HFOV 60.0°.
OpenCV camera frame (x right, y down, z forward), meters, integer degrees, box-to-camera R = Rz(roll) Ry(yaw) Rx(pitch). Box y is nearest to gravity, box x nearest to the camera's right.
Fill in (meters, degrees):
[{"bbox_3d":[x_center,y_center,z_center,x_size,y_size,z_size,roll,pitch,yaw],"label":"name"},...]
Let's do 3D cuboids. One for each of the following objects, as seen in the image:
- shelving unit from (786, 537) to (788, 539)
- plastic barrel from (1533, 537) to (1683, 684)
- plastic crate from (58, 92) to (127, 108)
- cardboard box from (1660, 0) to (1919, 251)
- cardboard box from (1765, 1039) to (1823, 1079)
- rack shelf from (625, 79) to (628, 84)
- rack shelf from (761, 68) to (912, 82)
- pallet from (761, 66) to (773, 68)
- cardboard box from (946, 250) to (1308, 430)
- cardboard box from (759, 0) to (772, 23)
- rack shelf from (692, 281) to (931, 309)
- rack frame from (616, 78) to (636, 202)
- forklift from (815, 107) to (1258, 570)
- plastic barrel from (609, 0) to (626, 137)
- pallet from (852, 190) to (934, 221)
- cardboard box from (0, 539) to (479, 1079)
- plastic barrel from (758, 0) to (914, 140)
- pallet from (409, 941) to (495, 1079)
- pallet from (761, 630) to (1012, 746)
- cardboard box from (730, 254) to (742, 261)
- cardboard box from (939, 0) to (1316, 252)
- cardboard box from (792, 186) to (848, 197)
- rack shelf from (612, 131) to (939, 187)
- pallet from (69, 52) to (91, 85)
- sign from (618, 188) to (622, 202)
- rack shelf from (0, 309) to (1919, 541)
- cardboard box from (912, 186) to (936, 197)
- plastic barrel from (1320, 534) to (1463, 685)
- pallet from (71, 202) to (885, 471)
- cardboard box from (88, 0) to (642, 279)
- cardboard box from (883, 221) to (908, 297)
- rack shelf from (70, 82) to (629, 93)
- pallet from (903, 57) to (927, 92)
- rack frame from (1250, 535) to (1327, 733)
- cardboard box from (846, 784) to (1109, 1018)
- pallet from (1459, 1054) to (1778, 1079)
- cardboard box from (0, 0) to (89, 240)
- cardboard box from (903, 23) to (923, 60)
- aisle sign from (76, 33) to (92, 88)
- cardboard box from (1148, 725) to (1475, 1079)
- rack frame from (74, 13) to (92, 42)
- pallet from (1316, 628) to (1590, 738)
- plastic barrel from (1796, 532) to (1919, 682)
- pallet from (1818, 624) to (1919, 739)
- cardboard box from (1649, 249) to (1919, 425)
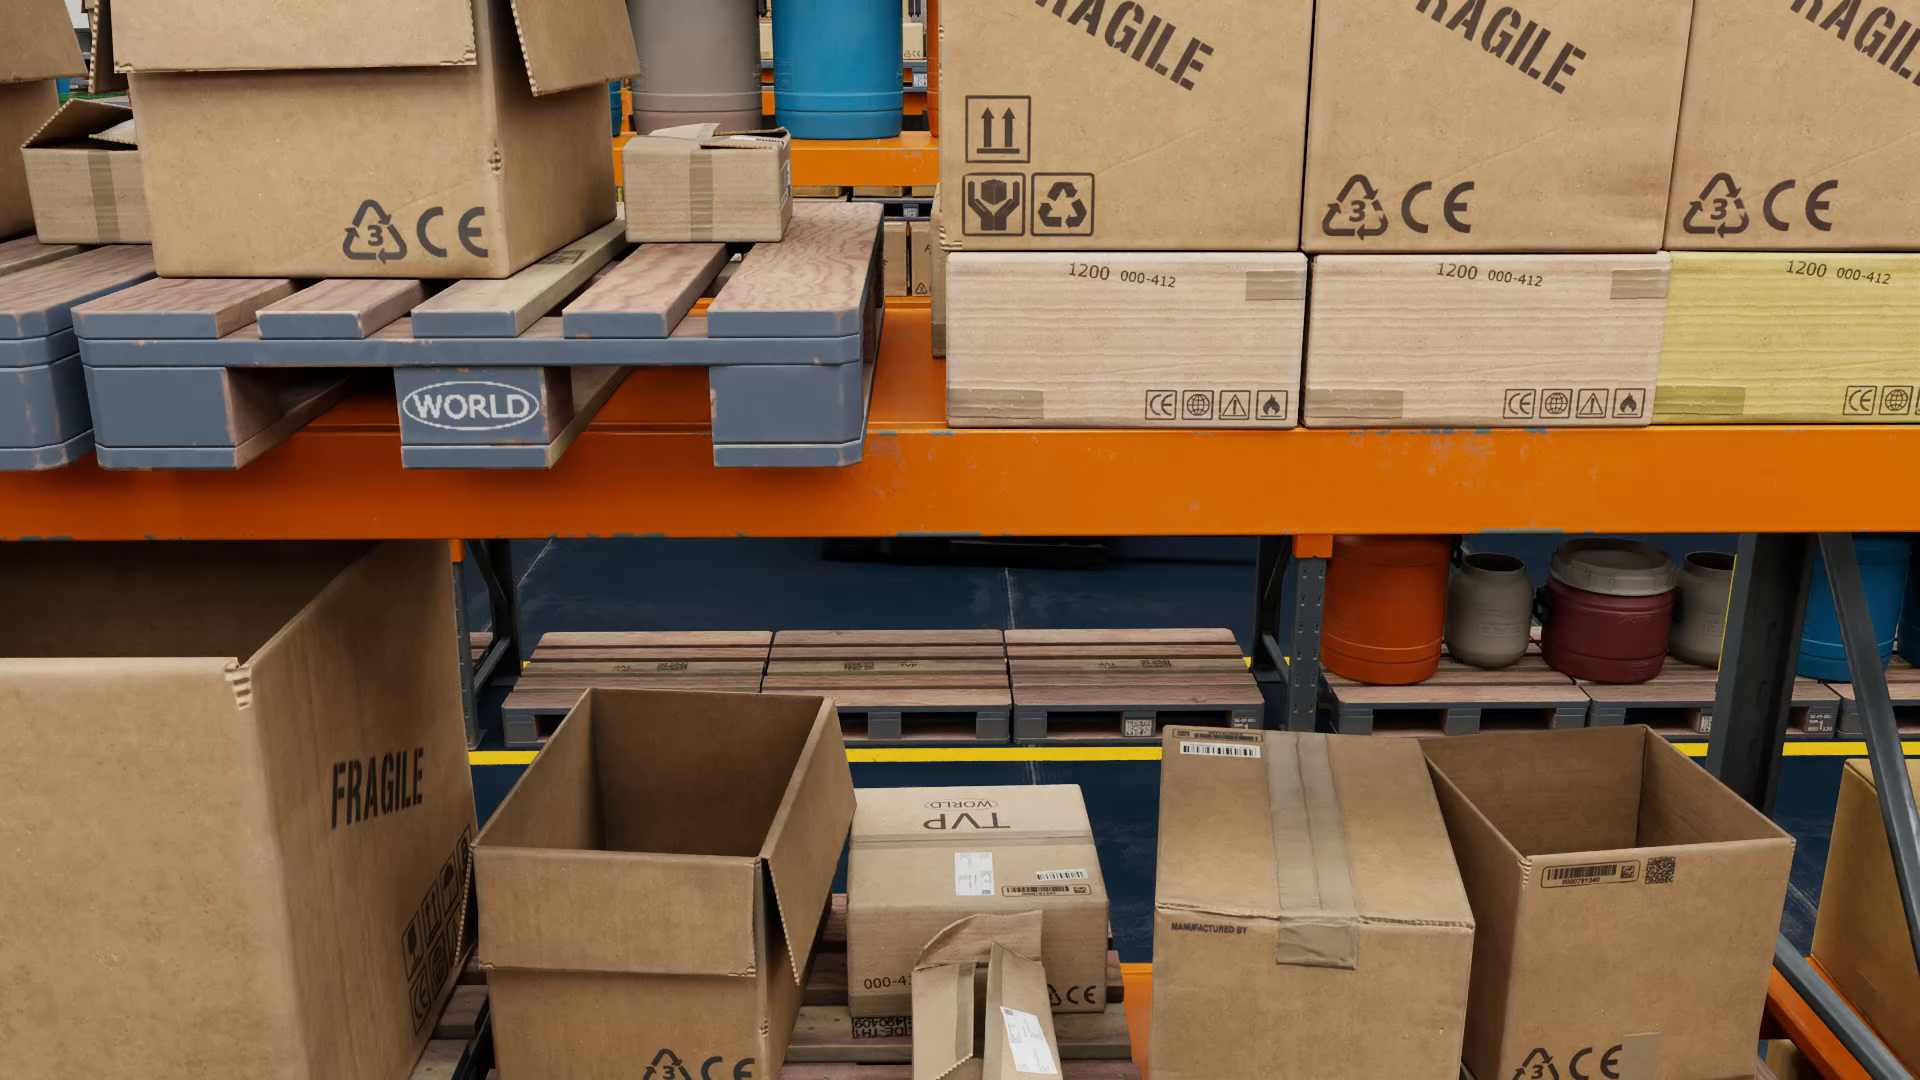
[{"bbox_3d":[-1.022,-0.533,10.990,0.252,1.050,0.215,2,18,5],"label":"shelving unit"},{"bbox_3d":[3.243,0.342,8.330,0.708,0.588,0.600,0,18,-1],"label":"plastic barrel"},{"bbox_3d":[-3.957,-1.976,7.734,0.450,0.188,0.336,0,18,-1],"label":"plastic crate"},{"bbox_3d":[1.230,-0.715,2.474,0.500,0.500,0.500,0,18,1],"label":"cardboard box"},{"bbox_3d":[2.393,1.735,3.520,0.875,0.875,1.225,-1,18,-3],"label":"cardboard box"},{"bbox_3d":[-4.531,-4.675,16.979,4.000,0.370,1.077,0,18,-1],"label":"rack shelf"},{"bbox_3d":[-0.531,-4.695,17.039,4.000,0.370,1.077,0,18,-1],"label":"rack shelf"},{"bbox_3d":[-1.912,-4.909,16.836,1.003,0.211,1.213,0,18,-1],"label":"pallet"},{"bbox_3d":[0.234,-0.352,2.568,0.500,0.250,0.500,0,18,1],"label":"cardboard box"},{"bbox_3d":[-1.263,-4.001,12.029,0.500,0.500,0.500,1,18,4],"label":"cardboard box"},{"bbox_3d":[-0.449,-1.753,12.781,4.000,0.370,1.077,0,18,-1],"label":"rack shelf"},{"bbox_3d":[-2.449,-2.086,12.641,0.127,3.000,1.000,0,18,-1],"label":"rack frame"},{"bbox_3d":[0.620,-1.378,10.544,3.031,2.935,1.130,2,18,5],"label":"forklift"},{"bbox_3d":[-1.870,-2.309,7.604,0.708,0.901,0.600,0,18,-1],"label":"plastic barrel"},{"bbox_3d":[-0.510,-3.505,17.378,1.213,0.211,1.003,0,18,-1],"label":"pallet"},{"bbox_3d":[-1.500,0.492,2.932,1.000,1.000,1.000,0,18,0],"label":"cardboard box"},{"bbox_3d":[-0.562,-2.316,7.624,0.708,0.901,0.600,0,18,-1],"label":"plastic barrel"},{"bbox_3d":[-1.530,1.071,3.111,1.213,0.211,1.003,0,18,-1],"label":"pallet"},{"bbox_3d":[-0.367,0.732,8.421,1.213,0.211,1.003,0,18,-1],"label":"pallet"},{"bbox_3d":[-1.957,-2.031,12.713,0.500,0.250,0.500,1,18,3],"label":"cardboard box"},{"bbox_3d":[0.222,-0.712,2.463,0.500,0.500,0.500,0,18,0],"label":"cardboard box"},{"bbox_3d":[-1.463,-3.849,17.251,0.500,0.500,0.700,2,18,5],"label":"cardboard box"},{"bbox_3d":[-0.375,-1.669,7.607,4.000,0.370,1.077,0,18,-1],"label":"rack shelf"},{"bbox_3d":[-5.741,-3.449,12.122,1.213,0.211,1.003,0,18,-1],"label":"pallet"},{"bbox_3d":[-2.439,-2.367,11.968,0.005,0.325,0.100,0,18,-1],"label":"sign"},{"bbox_3d":[-0.297,-0.156,2.891,4.000,0.370,1.077,0,18,-1],"label":"rack shelf"},{"bbox_3d":[-0.247,-3.858,17.278,0.500,0.500,0.700,0,18,-1],"label":"cardboard box"},{"bbox_3d":[2.114,0.233,8.276,0.708,0.830,0.600,0,18,-1],"label":"plastic barrel"},{"bbox_3d":[-0.640,-0.376,2.706,1.003,0.211,1.213,0,18,-1],"label":"pallet"},{"bbox_3d":[-0.883,-0.715,2.599,0.637,0.503,0.797,0,18,1],"label":"cardboard box"},{"bbox_3d":[-0.653,-2.138,12.637,0.500,0.500,0.500,0,18,-1],"label":"cardboard box"},{"bbox_3d":[-4.449,-3.163,12.262,4.000,0.370,1.077,0,18,-1],"label":"rack shelf"},{"bbox_3d":[-0.245,-3.407,12.157,1.213,0.211,1.003,1,18,2],"label":"pallet"},{"bbox_3d":[1.625,-0.593,7.985,0.127,3.000,1.000,0,18,-1],"label":"rack frame"},{"bbox_3d":[0.024,0.729,3.422,0.500,0.250,0.500,-1,18,-2],"label":"cardboard box"},{"bbox_3d":[0.992,1.047,3.186,1.003,0.211,1.213,0,18,-1],"label":"pallet"},{"bbox_3d":[-1.825,-0.710,2.584,0.637,0.503,0.797,-1,18,-4],"label":"cardboard box"},{"bbox_3d":[-0.536,-3.634,12.112,0.500,0.250,0.500,-2,18,-6],"label":"cardboard box"},{"bbox_3d":[-6.519,-3.394,12.462,0.004,0.787,0.394,0,18,-1],"label":"aisle sign"},{"bbox_3d":[0.607,0.720,3.040,0.500,0.500,0.700,2,18,7],"label":"cardboard box"},{"bbox_3d":[-6.449,-4.924,11.664,0.127,3.000,1.000,0,18,-1],"label":"rack frame"},{"bbox_3d":[2.413,0.718,8.462,1.213,0.211,1.003,0,18,-1],"label":"pallet"},{"bbox_3d":[4.372,0.188,8.299,0.708,0.901,0.600,0,18,-1],"label":"plastic barrel"},{"bbox_3d":[4.852,0.707,8.499,1.213,0.211,1.003,0,18,-1],"label":"pallet"},{"bbox_3d":[1.232,-0.360,2.593,0.500,0.250,0.500,0,18,-1],"label":"cardboard box"}]
